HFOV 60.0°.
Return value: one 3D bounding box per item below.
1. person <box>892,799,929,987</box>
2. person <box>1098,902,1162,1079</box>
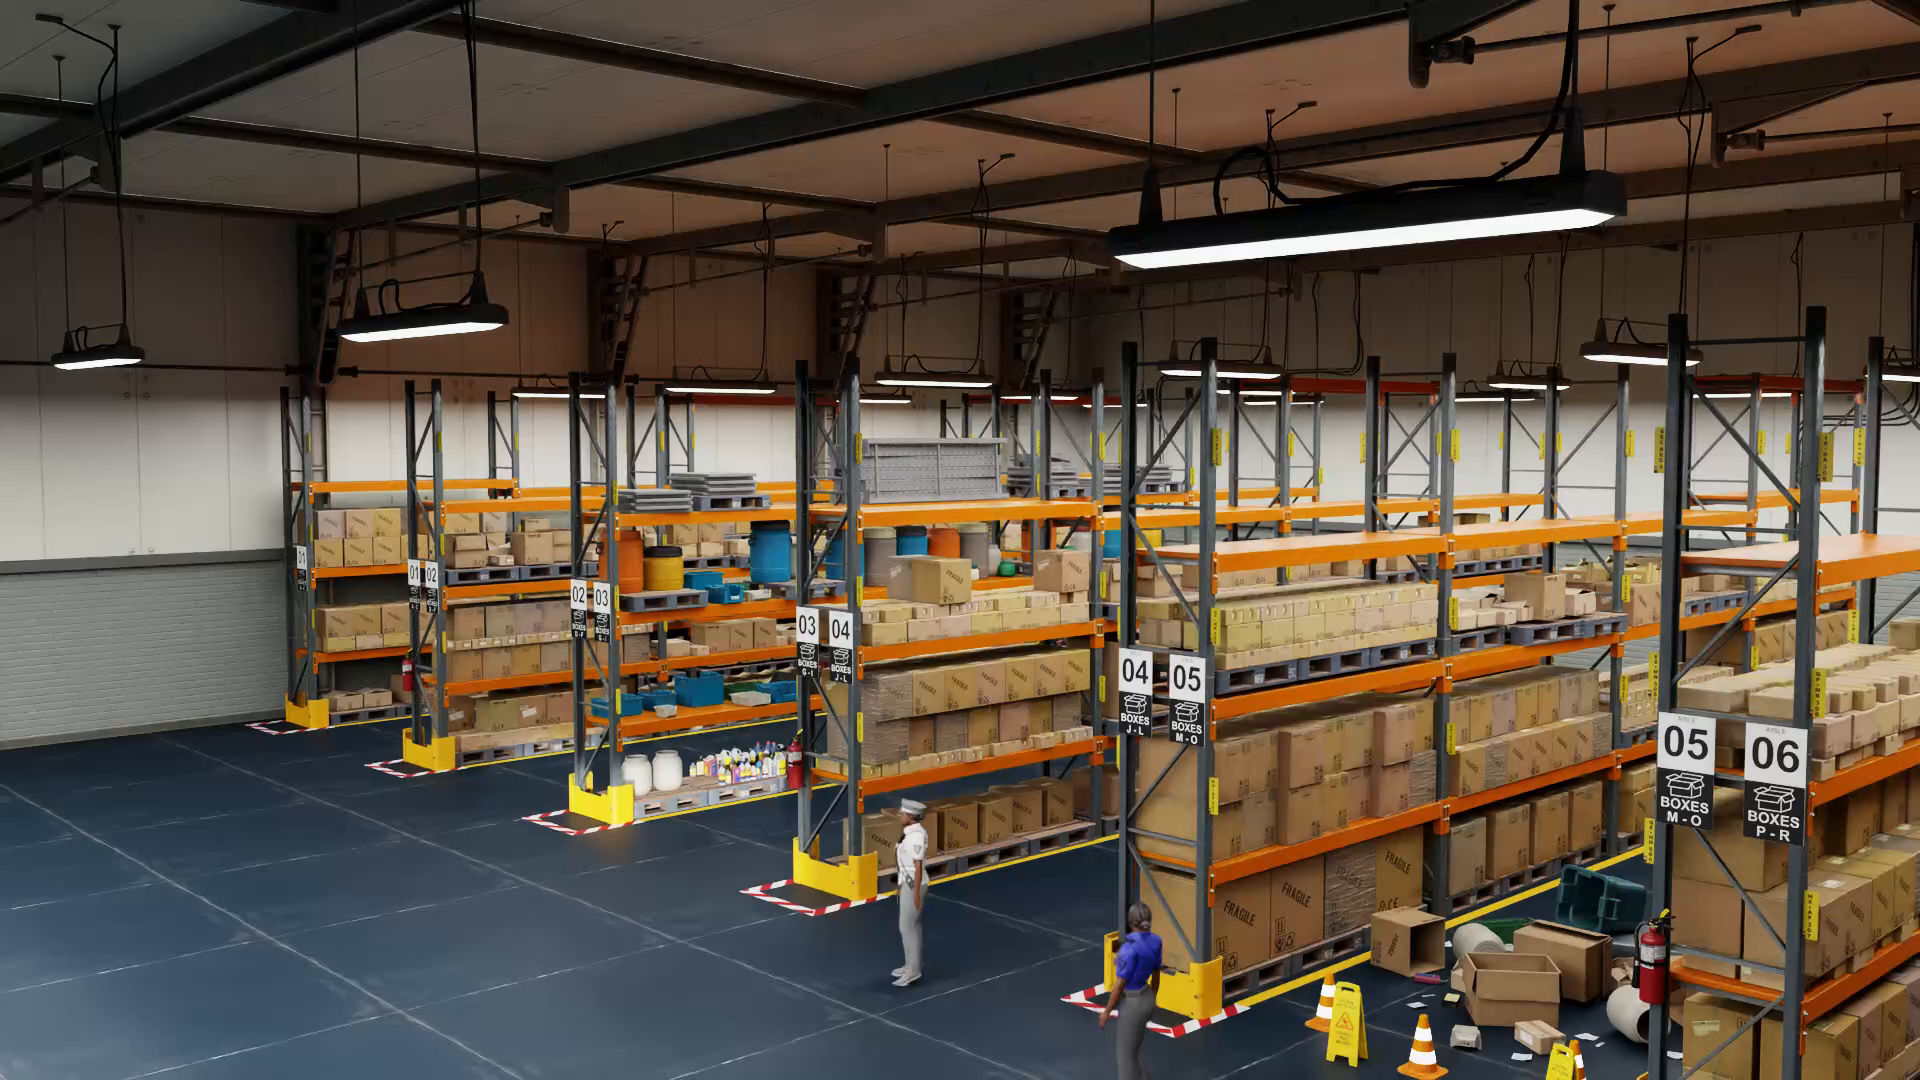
[{"bbox_3d":[-0.473,3.330,15.791,0.360,1.722,0.555,0,4,-4],"label":"person"},{"bbox_3d":[1.274,3.554,12.558,0.439,1.692,0.482,2,4,24],"label":"person"}]
